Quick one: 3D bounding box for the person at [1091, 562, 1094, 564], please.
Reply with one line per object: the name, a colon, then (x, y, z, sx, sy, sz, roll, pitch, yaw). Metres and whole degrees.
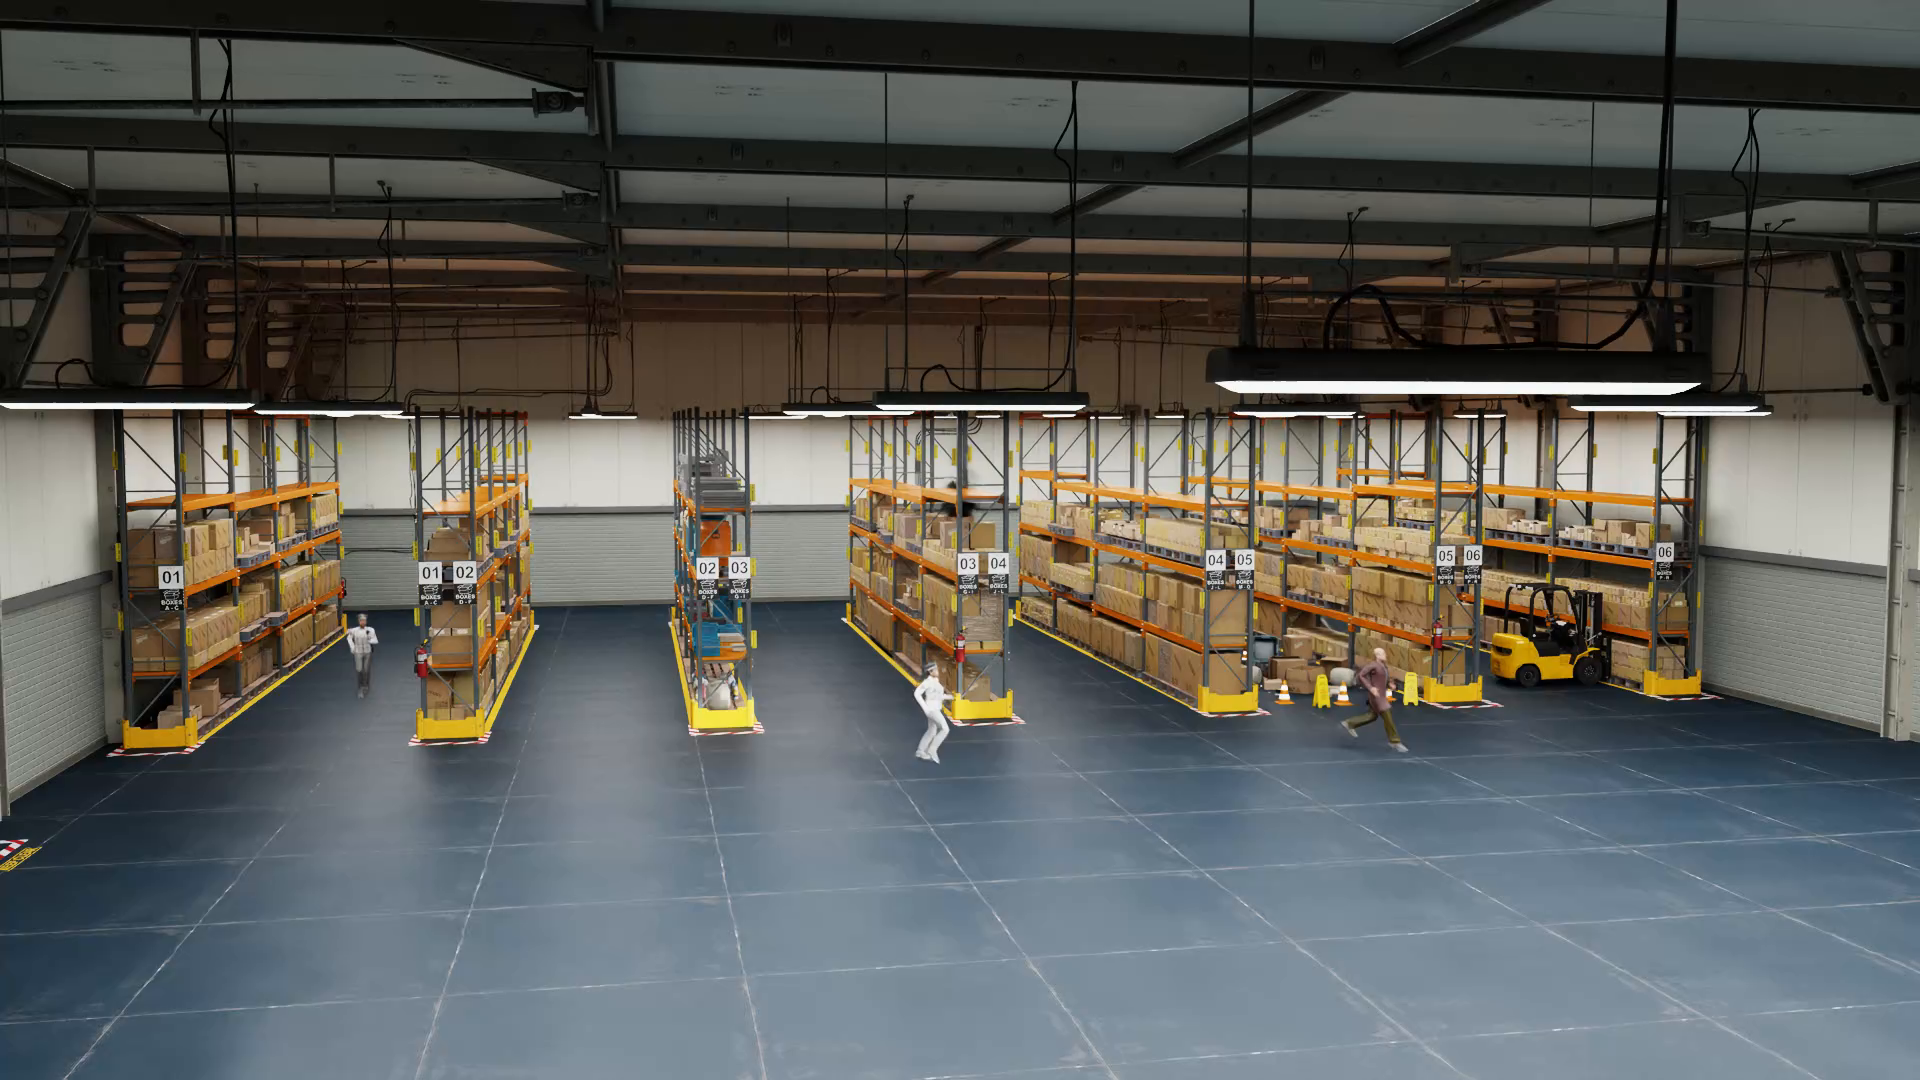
person: (3.937, 1.459, 48.568, 0.580, 1.651, 0.728, -2, 4, -21)

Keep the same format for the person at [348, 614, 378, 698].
person: (-12.476, 2.405, 34.763, 0.597, 1.747, 0.718, -2, 4, -21)

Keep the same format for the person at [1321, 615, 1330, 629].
person: (9.667, 1.728, 44.197, 0.578, 1.675, 0.865, -1, 4, -15)

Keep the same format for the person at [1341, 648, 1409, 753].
person: (7.292, 2.775, 29.148, 1.222, 1.790, 0.672, 2, 5, 27)

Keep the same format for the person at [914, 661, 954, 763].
person: (-0.438, 2.891, 27.962, 0.685, 1.706, 0.572, 1, 4, 12)
